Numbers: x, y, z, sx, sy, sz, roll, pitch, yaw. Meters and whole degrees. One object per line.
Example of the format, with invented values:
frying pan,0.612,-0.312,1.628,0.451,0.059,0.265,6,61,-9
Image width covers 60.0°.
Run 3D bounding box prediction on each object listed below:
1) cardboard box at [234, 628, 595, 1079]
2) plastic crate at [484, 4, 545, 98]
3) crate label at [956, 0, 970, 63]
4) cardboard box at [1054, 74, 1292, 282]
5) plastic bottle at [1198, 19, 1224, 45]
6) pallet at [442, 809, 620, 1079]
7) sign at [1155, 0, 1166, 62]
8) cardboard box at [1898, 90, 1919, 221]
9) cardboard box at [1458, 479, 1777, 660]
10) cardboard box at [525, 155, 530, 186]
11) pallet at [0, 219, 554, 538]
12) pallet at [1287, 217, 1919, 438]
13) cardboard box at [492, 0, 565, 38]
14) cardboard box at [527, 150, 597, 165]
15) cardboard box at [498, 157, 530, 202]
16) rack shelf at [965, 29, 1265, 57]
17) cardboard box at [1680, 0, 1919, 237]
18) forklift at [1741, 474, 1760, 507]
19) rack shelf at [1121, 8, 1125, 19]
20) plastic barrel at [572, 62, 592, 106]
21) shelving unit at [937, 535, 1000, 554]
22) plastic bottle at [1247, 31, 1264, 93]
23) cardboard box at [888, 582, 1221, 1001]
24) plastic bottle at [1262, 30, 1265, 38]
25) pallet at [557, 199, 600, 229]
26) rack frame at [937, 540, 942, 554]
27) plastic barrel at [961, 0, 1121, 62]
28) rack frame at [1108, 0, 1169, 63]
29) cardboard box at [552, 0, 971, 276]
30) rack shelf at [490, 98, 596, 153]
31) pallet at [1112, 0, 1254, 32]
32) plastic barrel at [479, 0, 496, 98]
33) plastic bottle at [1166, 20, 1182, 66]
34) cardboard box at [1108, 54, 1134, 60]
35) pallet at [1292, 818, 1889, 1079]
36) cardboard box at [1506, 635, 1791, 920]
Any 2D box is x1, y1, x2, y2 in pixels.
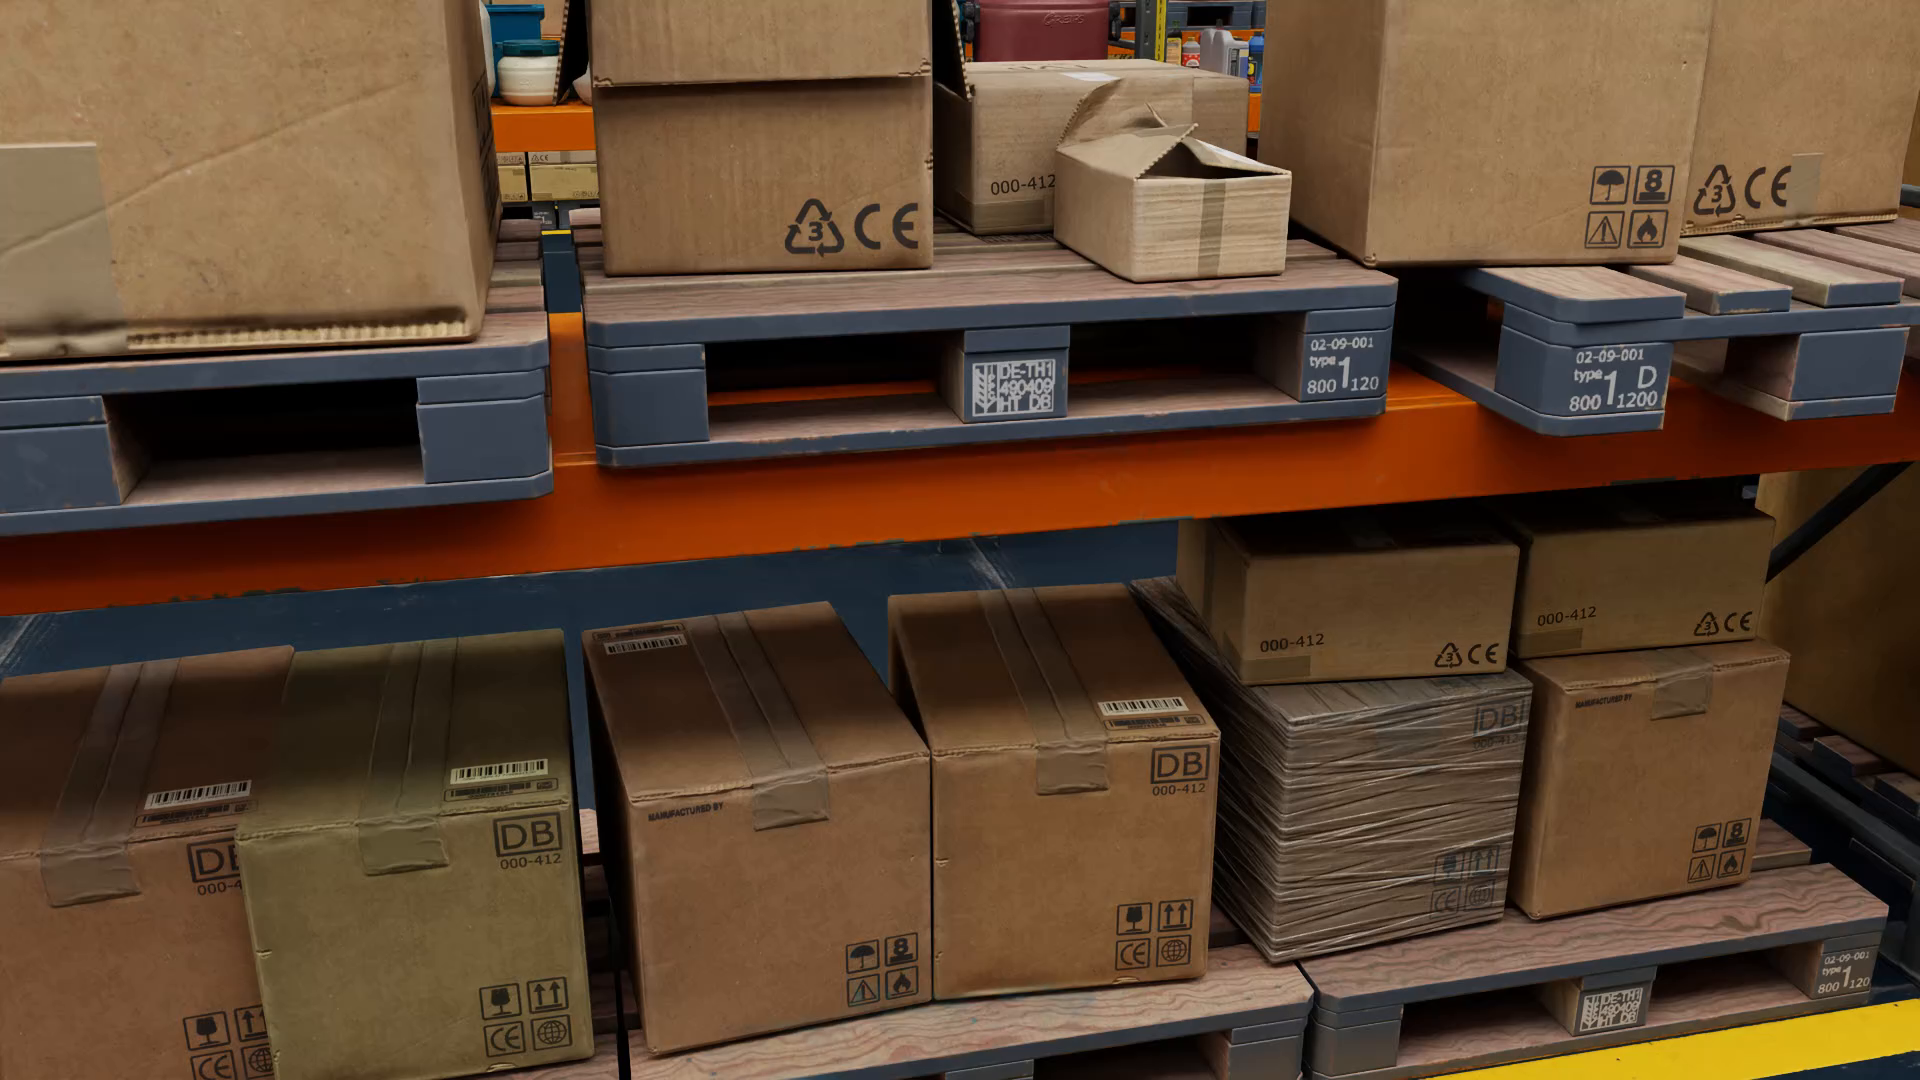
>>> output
cardboard box,-0.938,0.541,2.971,0.500,0.500,0.700,-5,21,-13
plastic crate,-2.147,-2.195,7.469,0.575,0.384,0.392,-5,21,-12
crate label,-0.286,-2.356,7.834,0.616,0.435,0.502,-5,21,-12
cardboard box,0.323,-0.581,2.626,0.258,0.266,0.396,-5,21,-14
plastic bottle,1.264,-2.466,8.355,0.133,0.283,0.061,-5,21,-12
pallet,-1.252,0.894,3.067,1.213,0.211,1.003,-5,21,-12
sign,0.877,-2.221,7.278,0.005,0.325,0.100,-5,21,-12
cardboard box,2.306,-0.839,3.598,0.500,0.500,0.500,-4,20,-11
cardboard box,1.238,0.008,3.335,0.500,0.250,0.500,-4,20,-10
cardboard box,-3.456,-2.745,12.333,0.500,0.250,0.500,-5,21,-13
pallet,-1.232,-0.275,2.483,1.213,0.211,1.003,-5,21,-12
pallet,1.214,-0.488,3.063,1.003,0.211,1.213,-5,21,-12
cardboard box,-3.021,-3.813,11.718,0.500,0.500,0.500,-3,20,-9
cardboard box,-2.834,-2.867,11.853,0.500,0.311,0.500,-5,21,-14
cardboard box,-3.338,-2.564,11.841,0.500,0.250,0.500,-4,21,-11
rack shelf,1.554,-3.806,12.891,4.000,0.370,1.077,-5,21,-12
cardboard box,1.367,-0.858,3.039,0.500,0.500,0.500,-7,21,-19
forklift,2.377,-1.504,5.658,3.031,2.935,1.130,-3,20,-7
rack shelf,0.410,-5.464,17.416,4.000,0.370,1.077,-5,21,-12
plastic barrel,-1.454,-2.135,7.085,0.433,0.535,0.433,0,20,0
shelving unit,0.008,-0.423,5.662,0.210,0.900,0.258,-5,21,-12
plastic bottle,1.358,-2.193,7.628,0.097,0.271,0.097,0,20,0
cardboard box,0.149,0.453,3.213,0.500,0.500,0.700,-3,20,-8
plastic bottle,1.570,-2.479,8.407,0.097,0.271,0.097,0,20,0
pallet,-2.388,-2.529,12.412,1.213,0.211,1.003,-5,21,-12
rack frame,-0.091,-0.415,5.640,0.006,0.900,0.240,-5,21,-12
plastic barrel,0.362,-2.253,7.407,0.708,0.536,0.600,-5,21,-12
rack frame,0.744,-2.328,7.808,0.127,3.000,1.000,-5,21,-12
cardboard box,-0.344,-0.767,2.786,0.637,0.503,0.797,-3,20,-7
rack shelf,-1.203,-1.831,7.499,4.000,0.370,1.077,-5,21,-12
pallet,1.499,-4.051,12.792,1.213,0.211,1.003,-5,21,-12
plastic barrel,-2.168,-2.077,6.926,0.433,0.535,0.433,0,20,0
plastic bottle,1.039,-2.448,8.305,0.133,0.283,0.061,-5,21,-12
cardboard box,1.754,-5.053,17.763,0.750,0.750,0.750,-4,21,-12
pallet,1.122,0.701,3.594,1.213,0.211,1.003,-5,21,-12
cardboard box,1.236,0.357,3.473,0.500,0.500,0.700,-6,21,-15
